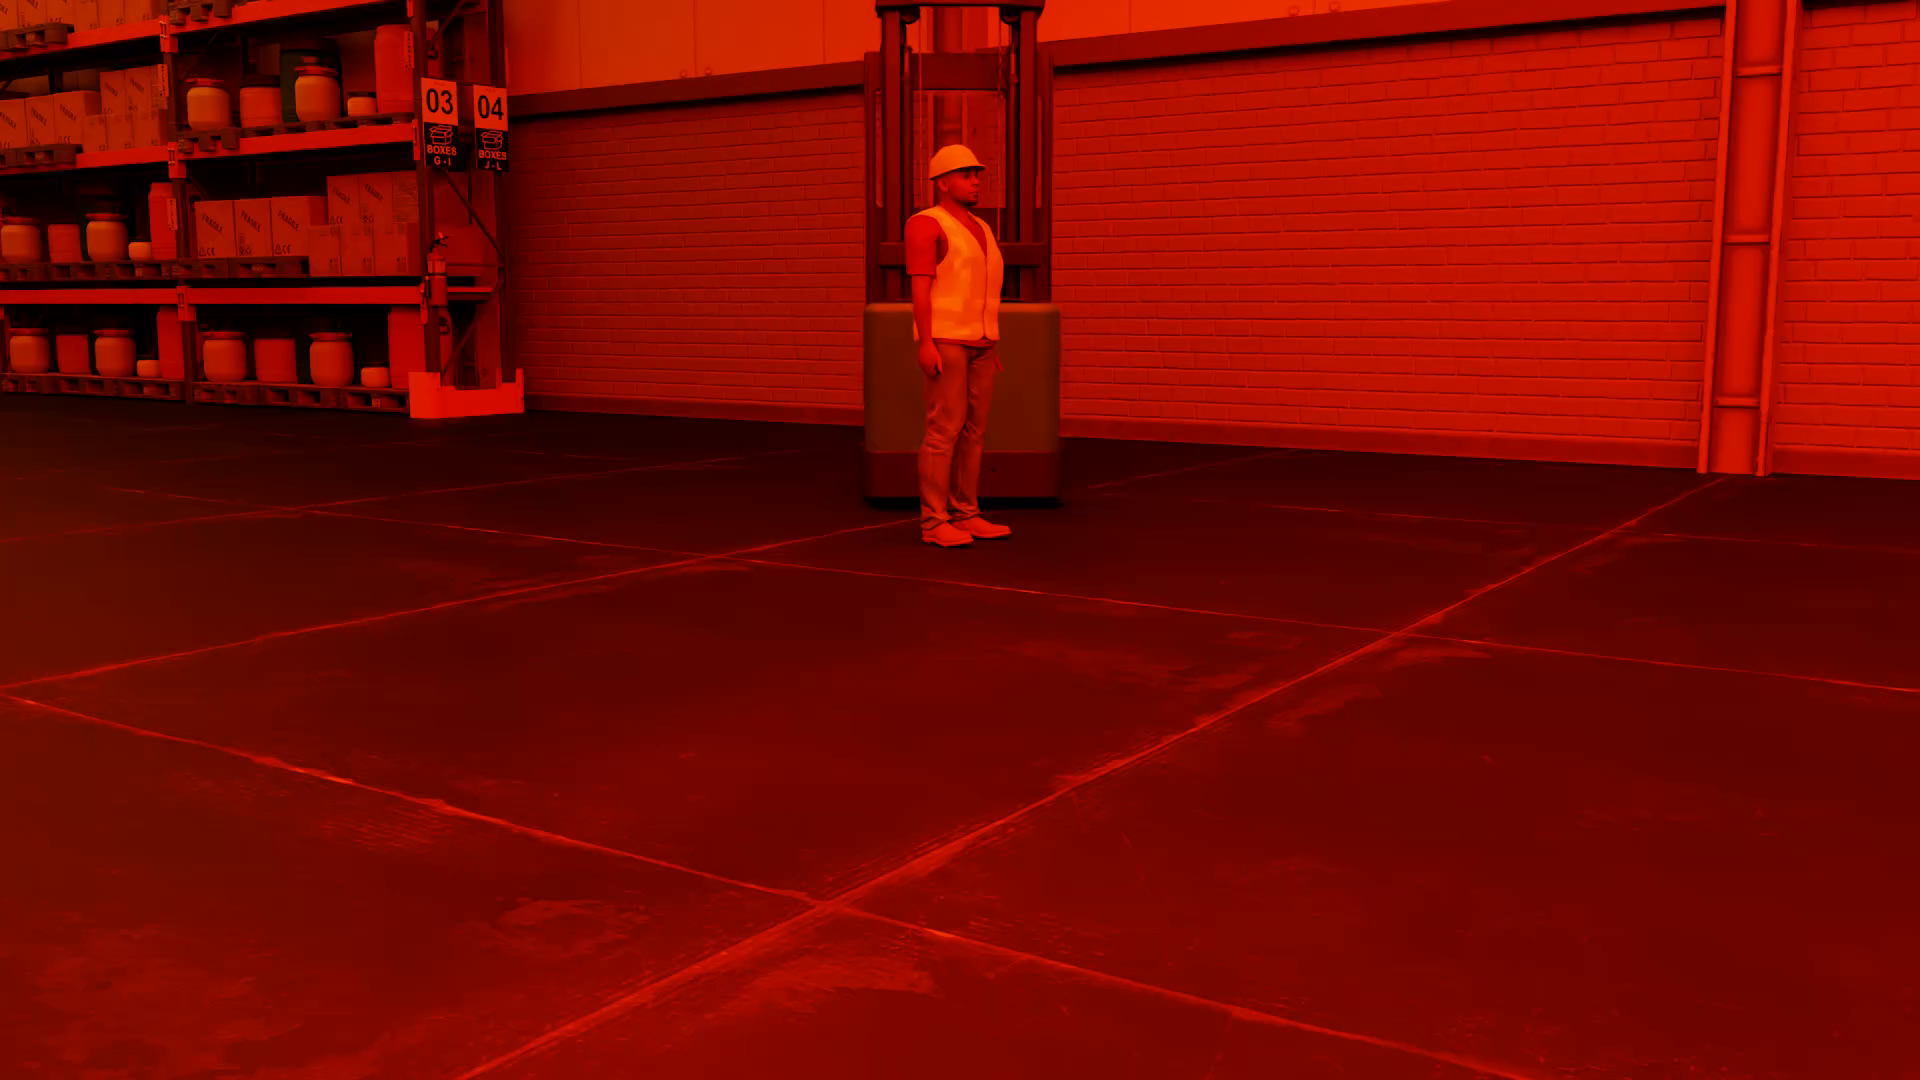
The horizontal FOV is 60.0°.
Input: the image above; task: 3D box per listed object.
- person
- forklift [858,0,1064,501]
[{"bbox_3d":[0.008,-0.875,7.486,0.387,1.770,0.556,5,10,34],"label":"person"},{"bbox_3d":[-0.002,-1.693,9.410,1.129,2.843,1.939,0,8,-1],"label":"forklift"}]
